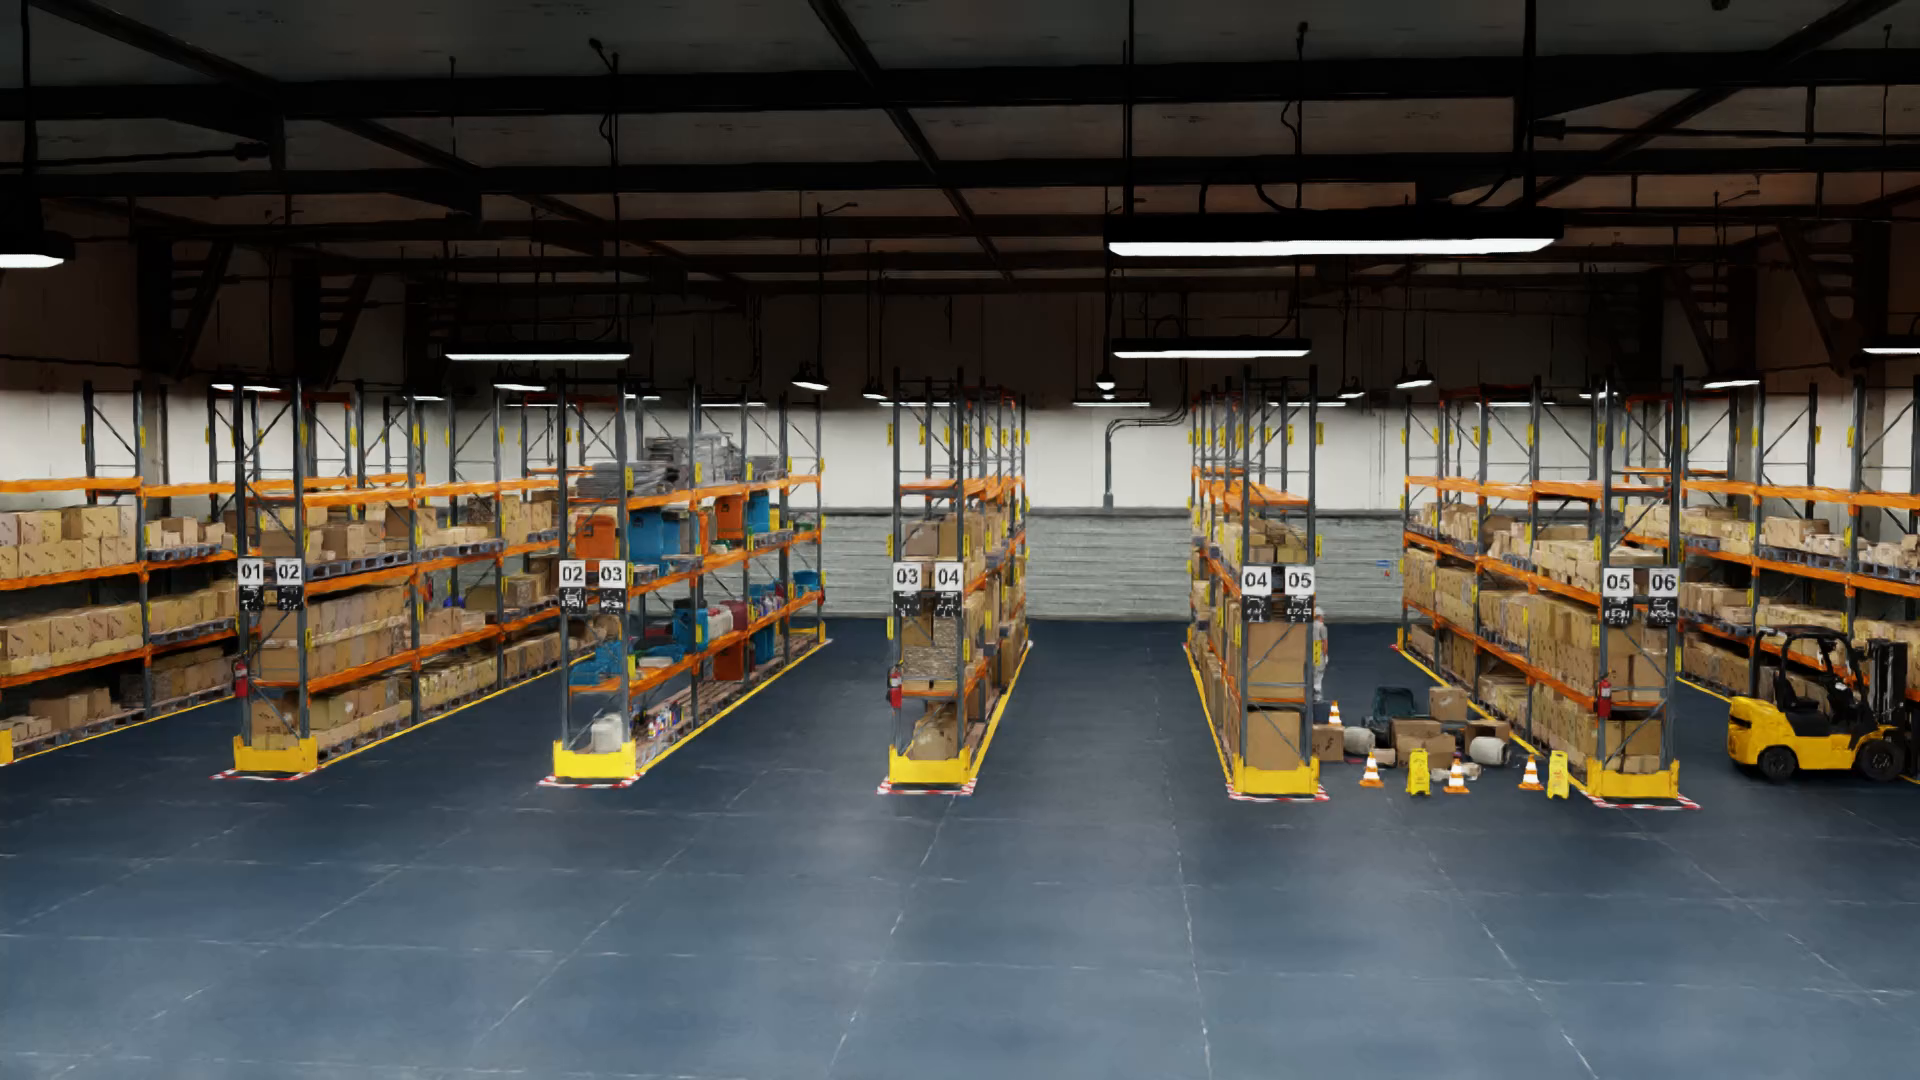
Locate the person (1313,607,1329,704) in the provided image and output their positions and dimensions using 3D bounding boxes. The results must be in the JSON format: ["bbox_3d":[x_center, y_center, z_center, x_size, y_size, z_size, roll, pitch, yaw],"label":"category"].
[{"bbox_3d":[6.752,2.149,31.252,0.451,1.789,0.605,-2,4,-23],"label":"person"}]

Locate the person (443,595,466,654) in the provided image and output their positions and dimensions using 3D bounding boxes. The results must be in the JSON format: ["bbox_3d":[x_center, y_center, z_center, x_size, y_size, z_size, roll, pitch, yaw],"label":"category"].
[{"bbox_3d":[-11.545,1.854,38.029,0.592,1.590,0.513,0,4,3],"label":"person"}]
